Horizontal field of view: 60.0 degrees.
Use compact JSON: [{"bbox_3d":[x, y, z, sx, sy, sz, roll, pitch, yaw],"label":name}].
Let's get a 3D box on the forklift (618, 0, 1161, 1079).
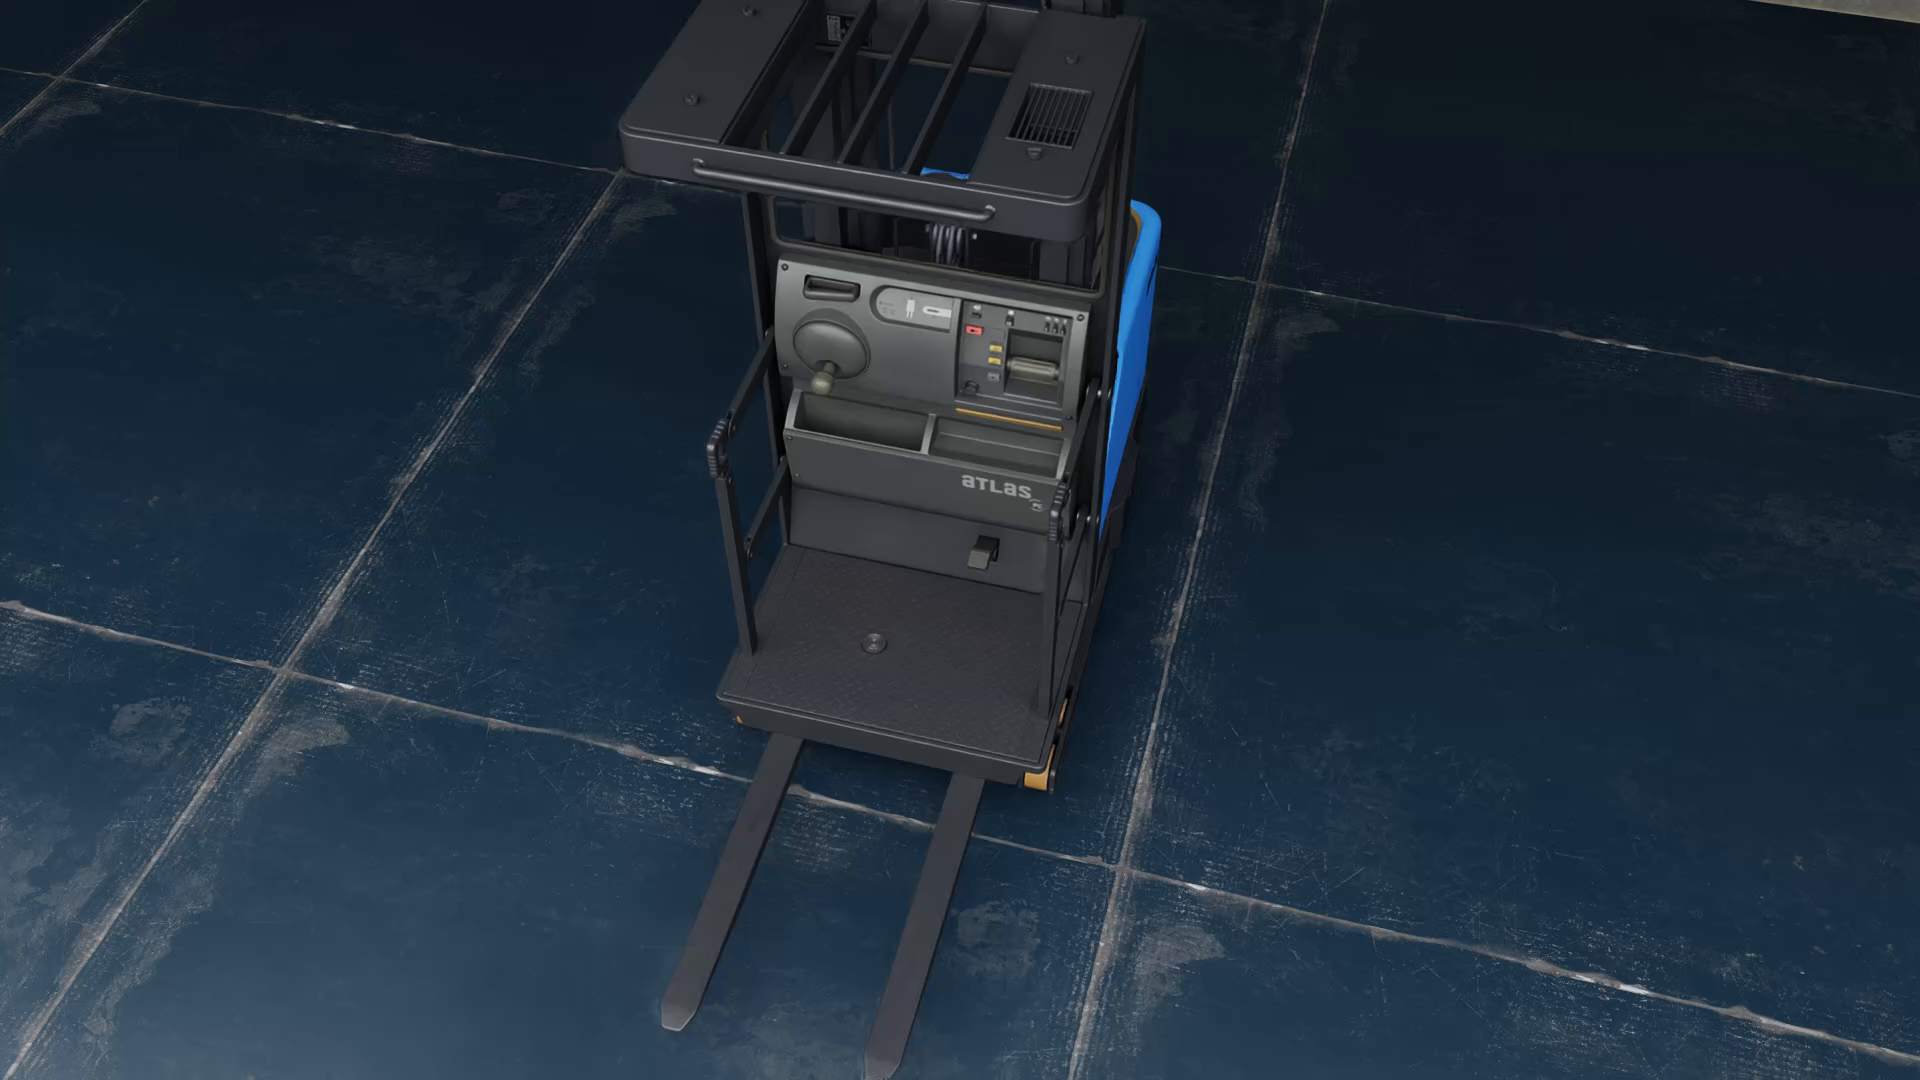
[{"bbox_3d":[-0.143,-0.472,4.711,1.130,2.935,3.031,11,50,10],"label":"forklift"}]
